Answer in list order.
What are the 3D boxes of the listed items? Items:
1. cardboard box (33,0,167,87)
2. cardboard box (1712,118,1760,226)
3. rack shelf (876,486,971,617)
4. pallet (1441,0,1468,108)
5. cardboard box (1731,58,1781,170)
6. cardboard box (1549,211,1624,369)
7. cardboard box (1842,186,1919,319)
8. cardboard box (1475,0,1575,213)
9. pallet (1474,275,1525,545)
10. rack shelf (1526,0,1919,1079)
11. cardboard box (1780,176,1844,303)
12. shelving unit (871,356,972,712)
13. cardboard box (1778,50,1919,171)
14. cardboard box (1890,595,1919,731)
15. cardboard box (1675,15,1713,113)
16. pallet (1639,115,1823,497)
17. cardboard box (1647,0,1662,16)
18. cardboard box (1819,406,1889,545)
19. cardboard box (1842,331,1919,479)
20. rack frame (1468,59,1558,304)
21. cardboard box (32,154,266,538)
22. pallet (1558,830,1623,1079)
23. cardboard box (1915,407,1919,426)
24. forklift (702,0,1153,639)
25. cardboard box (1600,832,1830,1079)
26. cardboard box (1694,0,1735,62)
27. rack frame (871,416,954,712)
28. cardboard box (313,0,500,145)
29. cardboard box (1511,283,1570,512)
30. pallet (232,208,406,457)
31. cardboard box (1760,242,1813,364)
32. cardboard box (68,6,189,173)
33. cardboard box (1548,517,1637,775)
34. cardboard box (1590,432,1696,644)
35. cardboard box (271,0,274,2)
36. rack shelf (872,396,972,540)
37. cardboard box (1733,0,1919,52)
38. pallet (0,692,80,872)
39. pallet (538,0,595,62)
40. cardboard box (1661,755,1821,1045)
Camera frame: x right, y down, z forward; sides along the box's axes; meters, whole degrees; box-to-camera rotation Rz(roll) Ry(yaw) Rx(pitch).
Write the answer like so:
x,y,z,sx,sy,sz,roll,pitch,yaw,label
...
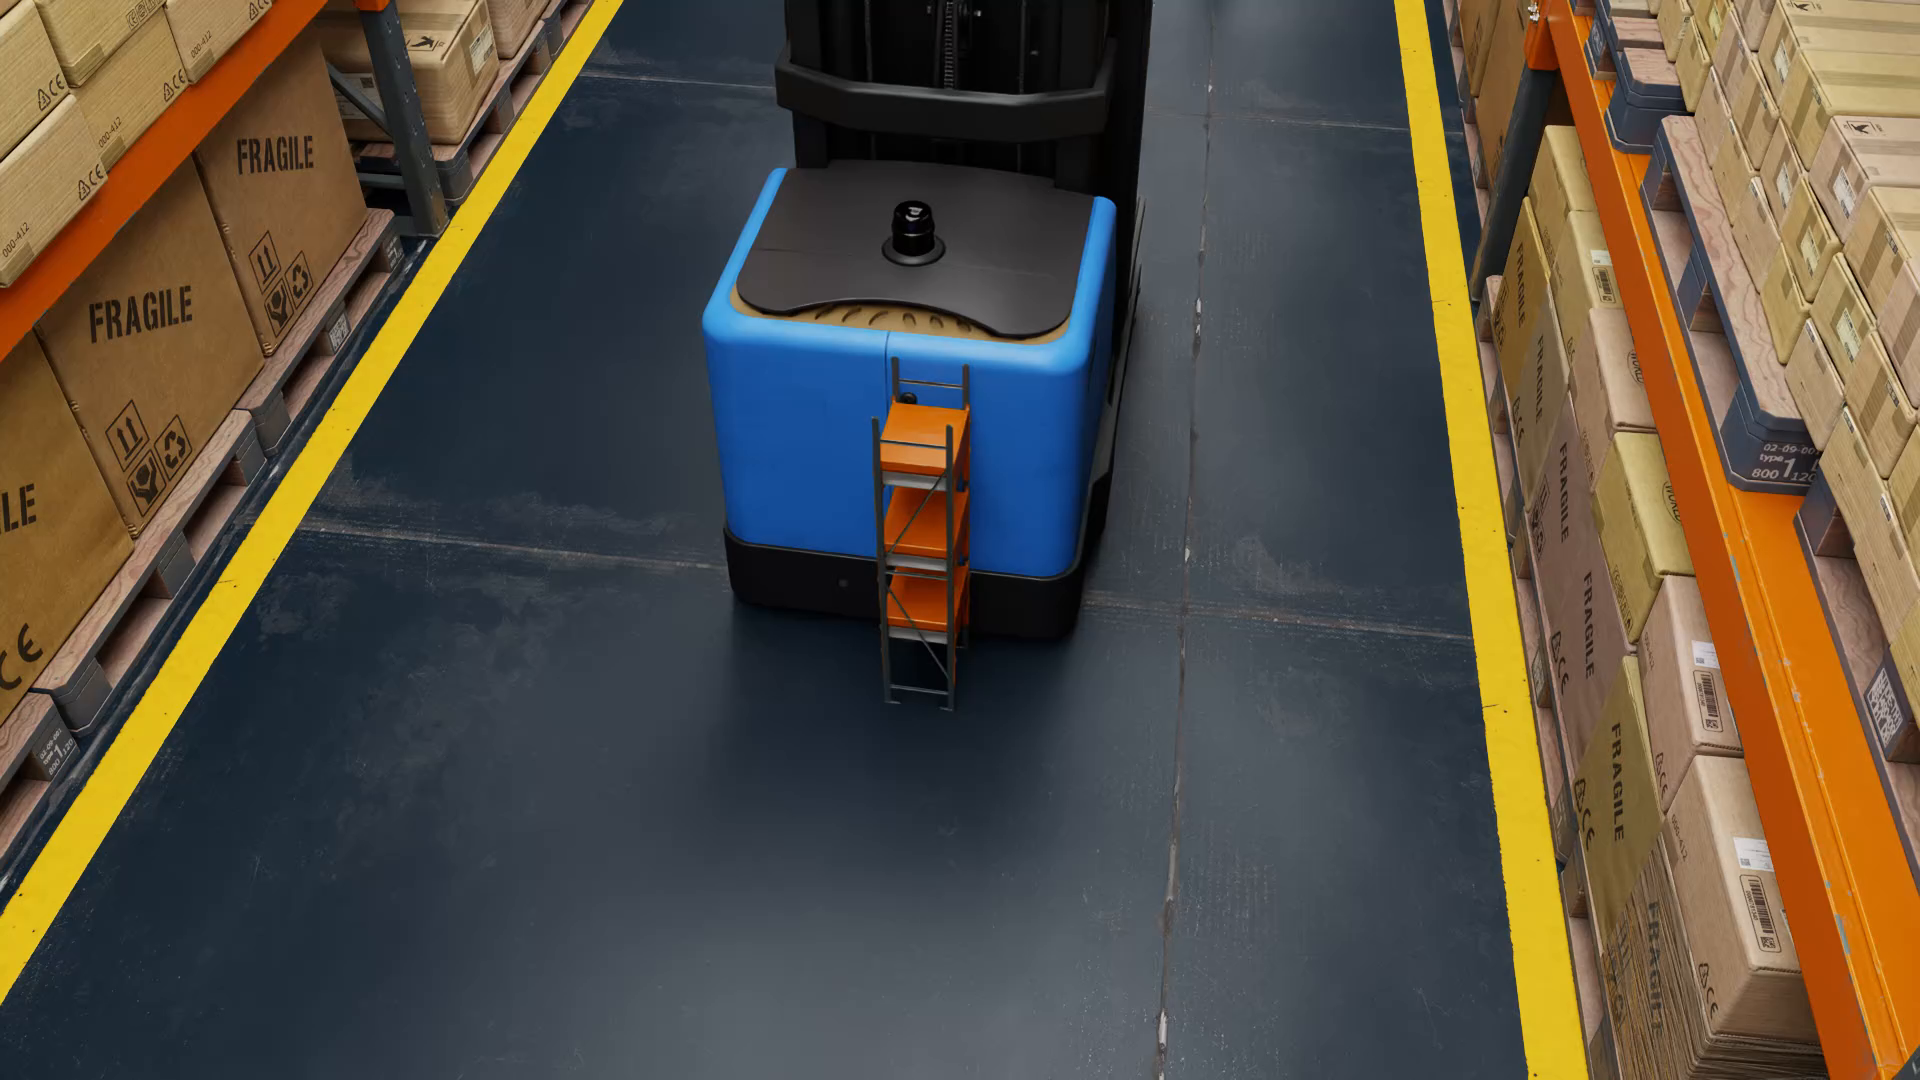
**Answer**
x,y,z,sx,sy,sz,roll,pitch,yaw,label
-2.441,-1.419,4.312,0.500,0.250,0.500,4,44,4,cardboard box
1.970,-0.835,3.828,0.380,0.149,0.250,6,44,6,cardboard box
-0.095,0.020,4.481,0.215,0.259,0.240,7,44,7,rack shelf
2.745,-2.311,7.538,1.003,0.211,1.213,5,44,6,pallet
1.971,-0.945,3.727,0.380,0.149,0.250,5,44,5,cardboard box
2.005,-0.688,4.762,0.500,0.250,0.500,5,44,5,cardboard box
1.875,-0.512,3.054,0.380,0.149,0.250,4,44,4,cardboard box
2.572,-1.707,6.202,1.050,0.750,0.750,5,44,5,cardboard box
2.298,-0.419,5.539,1.003,0.211,1.213,5,44,6,pallet
2.138,-0.340,3.951,1.077,0.370,4.000,5,44,6,rack shelf
1.901,-0.596,3.358,0.380,0.149,0.250,5,44,6,cardboard box
-0.095,0.012,4.474,0.215,1.050,0.252,7,44,7,shelving unit
1.941,-0.879,3.441,0.380,0.149,0.250,5,44,5,cardboard box
1.764,0.235,2.698,0.380,0.149,0.250,5,44,6,cardboard box
2.039,-1.188,4.201,0.380,0.149,0.250,7,44,7,cardboard box
2.182,-0.542,3.780,1.003,0.211,1.213,5,44,6,pallet
2.108,-1.556,4.589,0.380,0.149,0.250,7,44,8,cardboard box
1.832,-0.106,3.057,0.380,0.149,0.250,3,44,3,cardboard box
1.832,-0.232,2.974,0.380,0.149,0.250,4,44,4,cardboard box
2.403,-1.964,5.143,1.000,3.000,0.127,5,44,6,rack frame
-2.813,-0.656,5.001,0.875,0.875,0.875,6,44,6,cardboard box
1.975,1.243,3.783,1.003,0.211,1.213,5,44,6,pallet
1.804,-0.166,2.688,0.380,0.149,0.250,4,44,4,cardboard box
0.062,-1.800,5.019,1.130,2.935,3.031,7,44,7,forklift
1.722,0.989,3.536,0.500,0.500,0.500,4,44,5,cardboard box
2.041,-1.283,4.085,0.380,0.149,0.250,5,44,6,cardboard box
-0.116,0.095,4.386,0.200,1.050,0.008,7,44,7,rack frame
-2.433,-1.928,6.710,0.950,0.372,0.625,3,43,3,cardboard box
1.993,-0.407,5.011,0.500,0.500,0.500,6,44,6,cardboard box
-2.696,-0.803,5.944,1.003,0.211,1.213,5,44,6,pallet
1.899,-0.476,3.449,0.380,0.149,0.250,7,44,7,cardboard box
-2.461,-1.232,4.478,0.500,0.250,0.500,5,44,5,cardboard box
1.862,0.291,4.274,0.500,0.500,0.500,4,44,5,cardboard box
1.859,0.003,4.032,0.500,0.250,0.500,3,44,4,cardboard box
-2.327,-1.923,5.208,0.500,0.250,0.500,4,44,4,cardboard box
-0.095,-0.186,4.286,0.215,0.259,0.240,7,44,7,rack shelf
2.010,-1.229,3.811,0.380,0.149,0.250,7,44,7,cardboard box
-3.019,0.860,4.188,1.003,0.211,1.213,5,44,6,pallet
-2.249,-2.694,7.942,1.003,0.211,1.213,5,44,6,pallet
1.722,0.714,3.282,0.500,0.250,0.500,4,44,4,cardboard box
